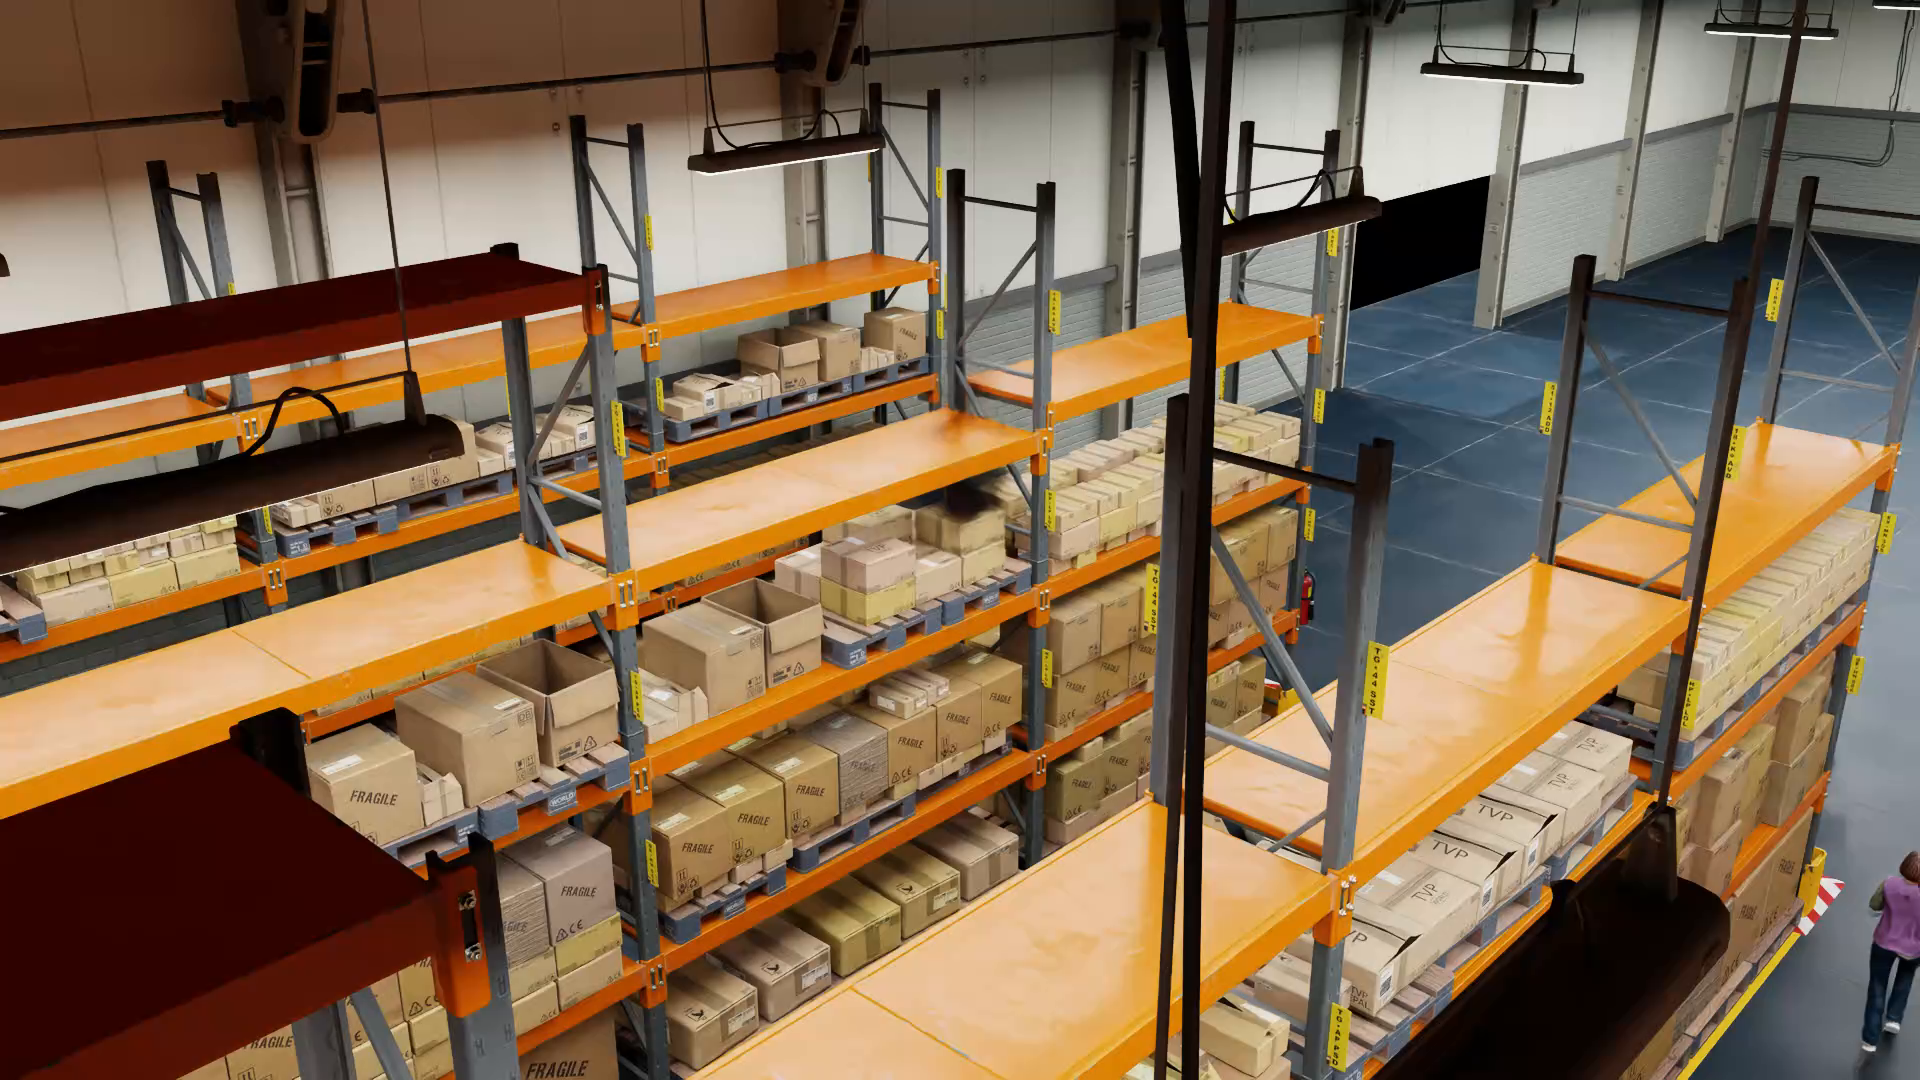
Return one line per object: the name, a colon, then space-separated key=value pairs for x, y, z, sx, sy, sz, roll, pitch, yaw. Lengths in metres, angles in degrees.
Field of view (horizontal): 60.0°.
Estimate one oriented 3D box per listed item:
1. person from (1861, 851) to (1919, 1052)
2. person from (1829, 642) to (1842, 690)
person: x=6.853 y=2.996 z=12.088 sx=0.442 sy=1.644 sz=0.710 roll=12 pitch=24 yaw=28
person: x=8.112 y=1.428 z=15.957 sx=0.714 sy=1.731 sz=0.640 roll=0 pitch=21 yaw=0
